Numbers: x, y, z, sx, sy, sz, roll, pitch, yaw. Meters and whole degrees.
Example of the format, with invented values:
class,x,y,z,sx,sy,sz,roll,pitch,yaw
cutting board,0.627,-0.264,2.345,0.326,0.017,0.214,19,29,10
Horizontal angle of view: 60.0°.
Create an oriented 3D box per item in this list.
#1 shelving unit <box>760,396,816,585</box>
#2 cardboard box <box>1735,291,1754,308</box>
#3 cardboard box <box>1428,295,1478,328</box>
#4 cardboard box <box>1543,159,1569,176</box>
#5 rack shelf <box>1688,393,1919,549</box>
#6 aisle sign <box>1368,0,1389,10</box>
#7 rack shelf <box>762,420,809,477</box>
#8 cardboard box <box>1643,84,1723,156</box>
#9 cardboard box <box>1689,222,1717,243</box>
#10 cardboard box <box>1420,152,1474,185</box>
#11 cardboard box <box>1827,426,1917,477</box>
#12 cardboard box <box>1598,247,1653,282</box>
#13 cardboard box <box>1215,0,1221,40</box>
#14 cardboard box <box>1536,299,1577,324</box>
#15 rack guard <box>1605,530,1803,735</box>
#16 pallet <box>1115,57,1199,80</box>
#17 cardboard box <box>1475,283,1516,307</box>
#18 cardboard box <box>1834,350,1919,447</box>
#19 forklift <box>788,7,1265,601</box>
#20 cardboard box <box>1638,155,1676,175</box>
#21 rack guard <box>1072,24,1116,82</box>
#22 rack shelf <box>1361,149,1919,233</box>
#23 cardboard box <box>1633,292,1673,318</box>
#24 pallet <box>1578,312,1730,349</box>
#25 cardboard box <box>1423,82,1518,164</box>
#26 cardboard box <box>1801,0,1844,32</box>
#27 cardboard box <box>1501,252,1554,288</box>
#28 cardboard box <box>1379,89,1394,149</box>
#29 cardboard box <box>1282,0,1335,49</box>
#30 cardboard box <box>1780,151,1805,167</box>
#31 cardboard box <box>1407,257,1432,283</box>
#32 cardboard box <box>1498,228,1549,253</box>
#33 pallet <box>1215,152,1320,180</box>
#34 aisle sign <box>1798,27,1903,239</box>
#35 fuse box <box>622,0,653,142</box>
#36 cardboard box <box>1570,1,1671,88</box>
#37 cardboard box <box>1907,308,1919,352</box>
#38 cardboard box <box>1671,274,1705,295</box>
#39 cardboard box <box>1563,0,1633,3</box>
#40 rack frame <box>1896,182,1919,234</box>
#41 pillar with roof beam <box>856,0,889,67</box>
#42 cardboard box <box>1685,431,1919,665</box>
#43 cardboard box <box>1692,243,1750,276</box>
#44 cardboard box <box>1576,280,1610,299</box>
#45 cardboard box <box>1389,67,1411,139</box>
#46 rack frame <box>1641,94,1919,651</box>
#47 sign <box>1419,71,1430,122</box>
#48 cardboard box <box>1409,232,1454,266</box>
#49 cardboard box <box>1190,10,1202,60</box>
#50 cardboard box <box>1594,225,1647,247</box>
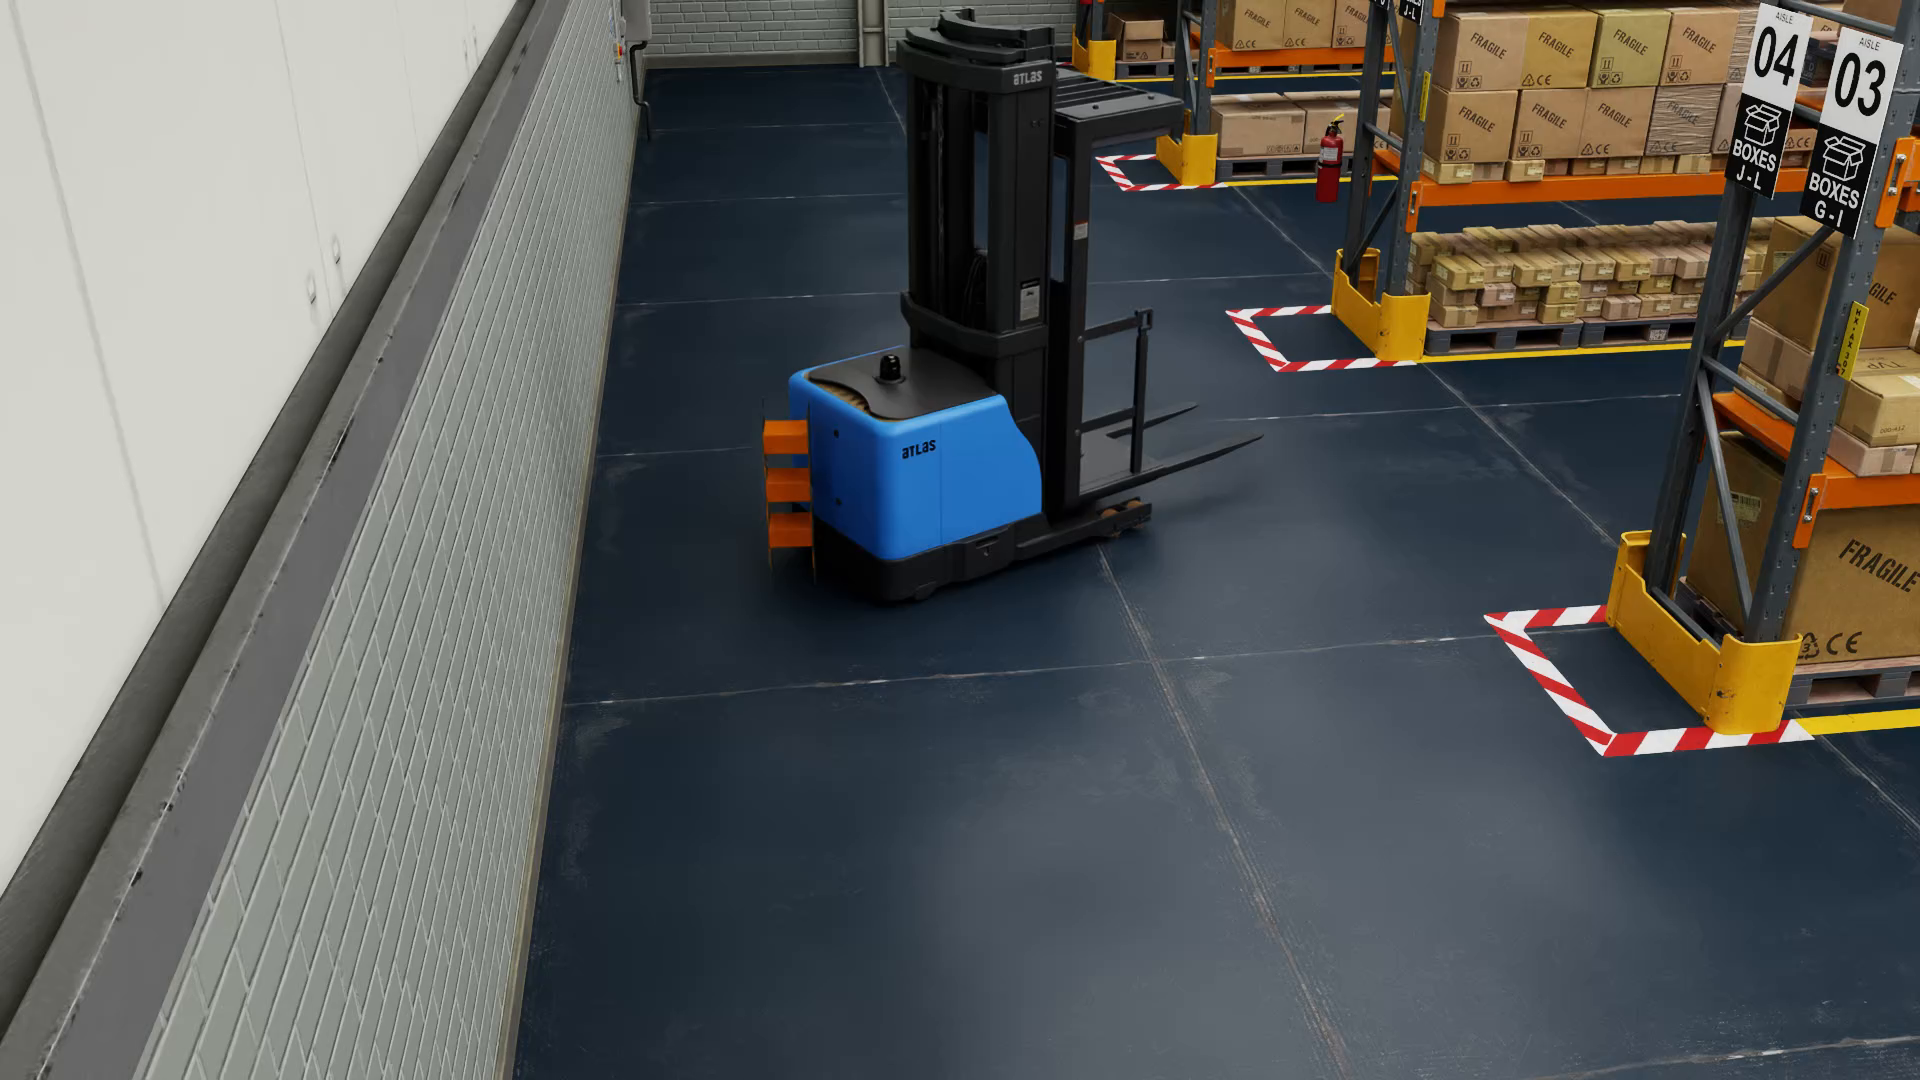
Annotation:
class,x,y,z,sx,sy,sz,roll,pitch,yaw
shelving unit,-0.936,-0.262,9.110,0.252,1.050,0.215,-1,27,-3
cardboard box,5.953,-1.931,12.891,0.250,0.149,0.380,-4,27,-8
cardboard box,3.695,-1.731,12.501,0.250,0.149,0.380,-3,27,-6
cardboard box,4.256,-2.791,12.179,0.250,0.149,0.380,-2,27,-5
rack shelf,5.703,-0.483,8.193,4.000,0.370,1.077,-4,27,-7
aisle sign,3.018,-4.212,11.825,0.004,0.787,0.394,-4,27,-7
rack shelf,-0.936,-0.505,8.985,0.240,0.259,0.215,-1,27,-3
cardboard box,5.132,-3.111,12.091,0.500,0.500,0.500,-4,27,-8
cardboard box,5.943,-2.377,13.109,0.250,0.149,0.380,-4,27,-8
cardboard box,3.498,-2.685,11.972,0.250,0.149,0.380,-4,27,-8
cardboard box,4.120,-0.437,7.591,0.250,0.149,0.380,-3,27,-7
cardboard box,4.998,-2.080,12.528,0.250,0.149,0.380,-3,27,-6
cardboard box,2.783,-5.350,16.782,0.500,0.500,0.500,-4,27,-7
cardboard box,4.456,-1.770,12.577,0.250,0.149,0.380,-3,27,-6
rack guard,3.699,0.438,8.348,0.348,0.500,1.175,-4,27,-7
pallet,2.511,-6.214,21.630,1.213,0.211,1.003,-4,27,-7
cardboard box,3.965,-1.884,12.473,0.250,0.149,0.380,-4,27,-7
cardboard box,4.236,-0.649,7.568,0.500,0.250,0.500,-4,27,-8
forklift,0.522,-1.494,9.450,3.031,2.935,1.130,-18,32,-32
cardboard box,5.036,-2.807,12.210,0.250,0.149,0.380,-3,27,-5
rack guard,1.722,-6.292,21.464,0.348,0.500,1.175,-4,27,-7
rack shelf,5.112,-2.731,12.575,4.000,0.370,1.077,-4,27,-7
cardboard box,5.225,-1.836,12.704,0.250,0.149,0.380,-4,27,-7
pallet,5.222,-1.800,13.027,1.213,0.211,1.003,-4,27,-7
cardboard box,3.615,-3.005,11.884,0.500,0.500,0.500,-2,27,-5
cardboard box,6.154,-3.613,11.974,0.500,0.500,0.500,-5,28,-9
cardboard box,4.222,-2.017,12.406,0.250,0.149,0.380,-4,27,-7
cardboard box,4.780,-4.408,17.402,0.875,0.438,0.875,-4,27,-9
cardboard box,3.354,-5.145,16.383,0.500,0.500,0.500,-4,27,-8
cardboard box,6.065,-2.902,12.395,0.250,0.149,0.380,-4,27,-9
cardboard box,3.615,-2.137,12.967,0.250,0.149,0.380,-4,27,-8
cardboard box,4.382,-2.307,12.972,0.250,0.149,0.380,-5,28,-9
pallet,3.123,-4.001,17.316,1.213,0.211,1.003,-4,27,-7
aisle sign,3.693,-1.692,6.914,0.004,0.787,0.394,-4,27,-7
fuse box,-3.387,-5.172,17.955,0.414,1.711,0.539,-4,27,-7
cardboard box,4.630,-3.512,11.779,0.500,0.500,0.500,-4,27,-8
cardboard box,4.668,-0.924,8.103,0.500,0.250,0.500,-4,27,-8
cardboard box,5.516,-2.013,12.725,0.250,0.149,0.380,-5,28,-10
cardboard box,4.566,-3.757,12.255,0.500,0.500,0.500,-2,27,-5
rack frame,7.093,-3.178,12.659,0.127,3.000,1.000,-4,27,-7
pillar with roof beam,-0.549,-8.358,16.182,0.400,9.000,9.100,-4,27,-7
cardboard box,4.345,0.006,8.320,0.875,0.875,0.875,-4,27,-7
cardboard box,5.761,-2.128,12.622,0.250,0.149,0.380,-5,28,-10
cardboard box,4.714,-1.967,12.634,0.250,0.149,0.380,-5,28,-10
cardboard box,3.541,-3.246,12.355,0.500,0.500,0.500,-3,27,-6
rack frame,3.723,-0.675,7.781,0.127,3.000,1.000,-4,27,-7
sign,3.208,-3.064,11.487,0.005,0.325,0.100,-4,27,-7
cardboard box,3.621,-2.255,12.871,0.250,0.149,0.380,-3,27,-7
cardboard box,3.118,-6.507,21.423,0.500,0.500,0.700,-3,27,-5
cardboard box,5.172,-2.345,13.047,0.250,0.149,0.380,-4,27,-7
